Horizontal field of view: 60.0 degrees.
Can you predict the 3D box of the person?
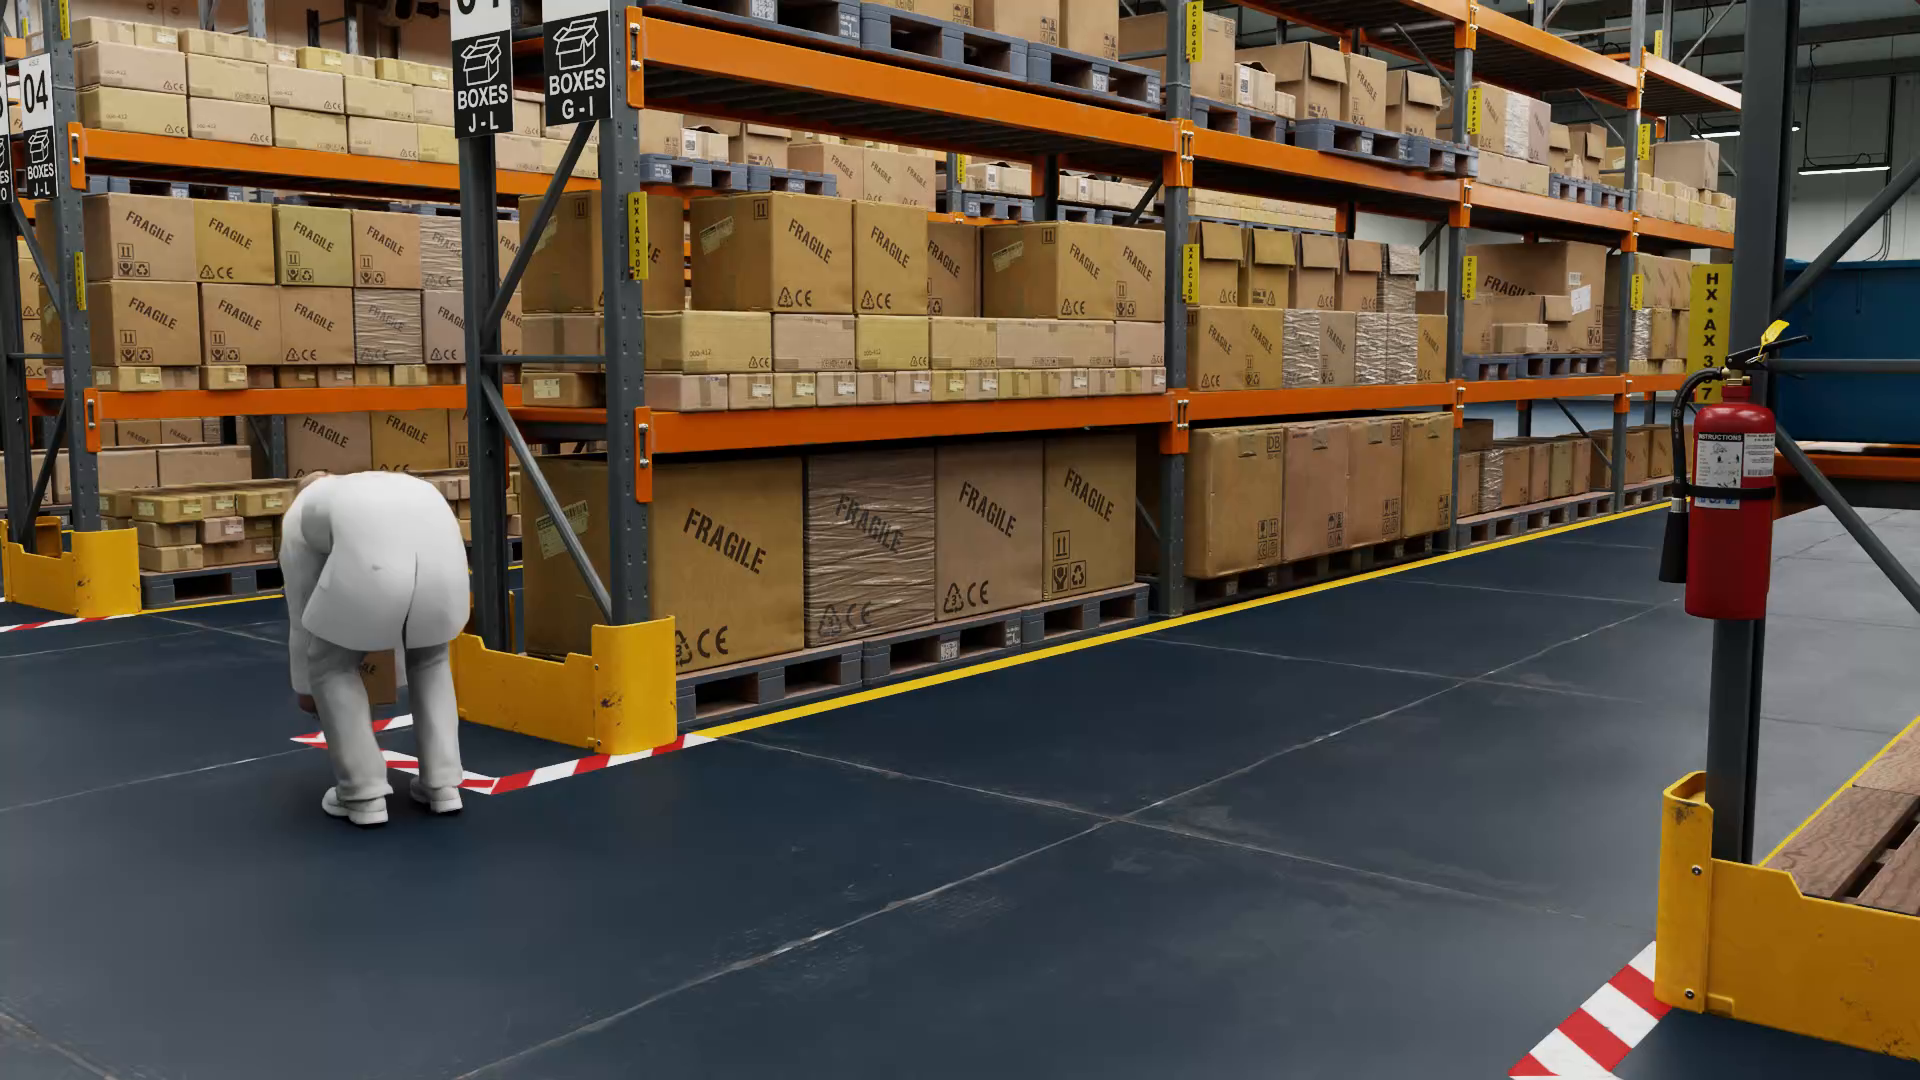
[{"bbox_3d":[-2.039,0.329,5.721,0.569,1.140,0.948,-5,8,-39],"label":"person"}]
